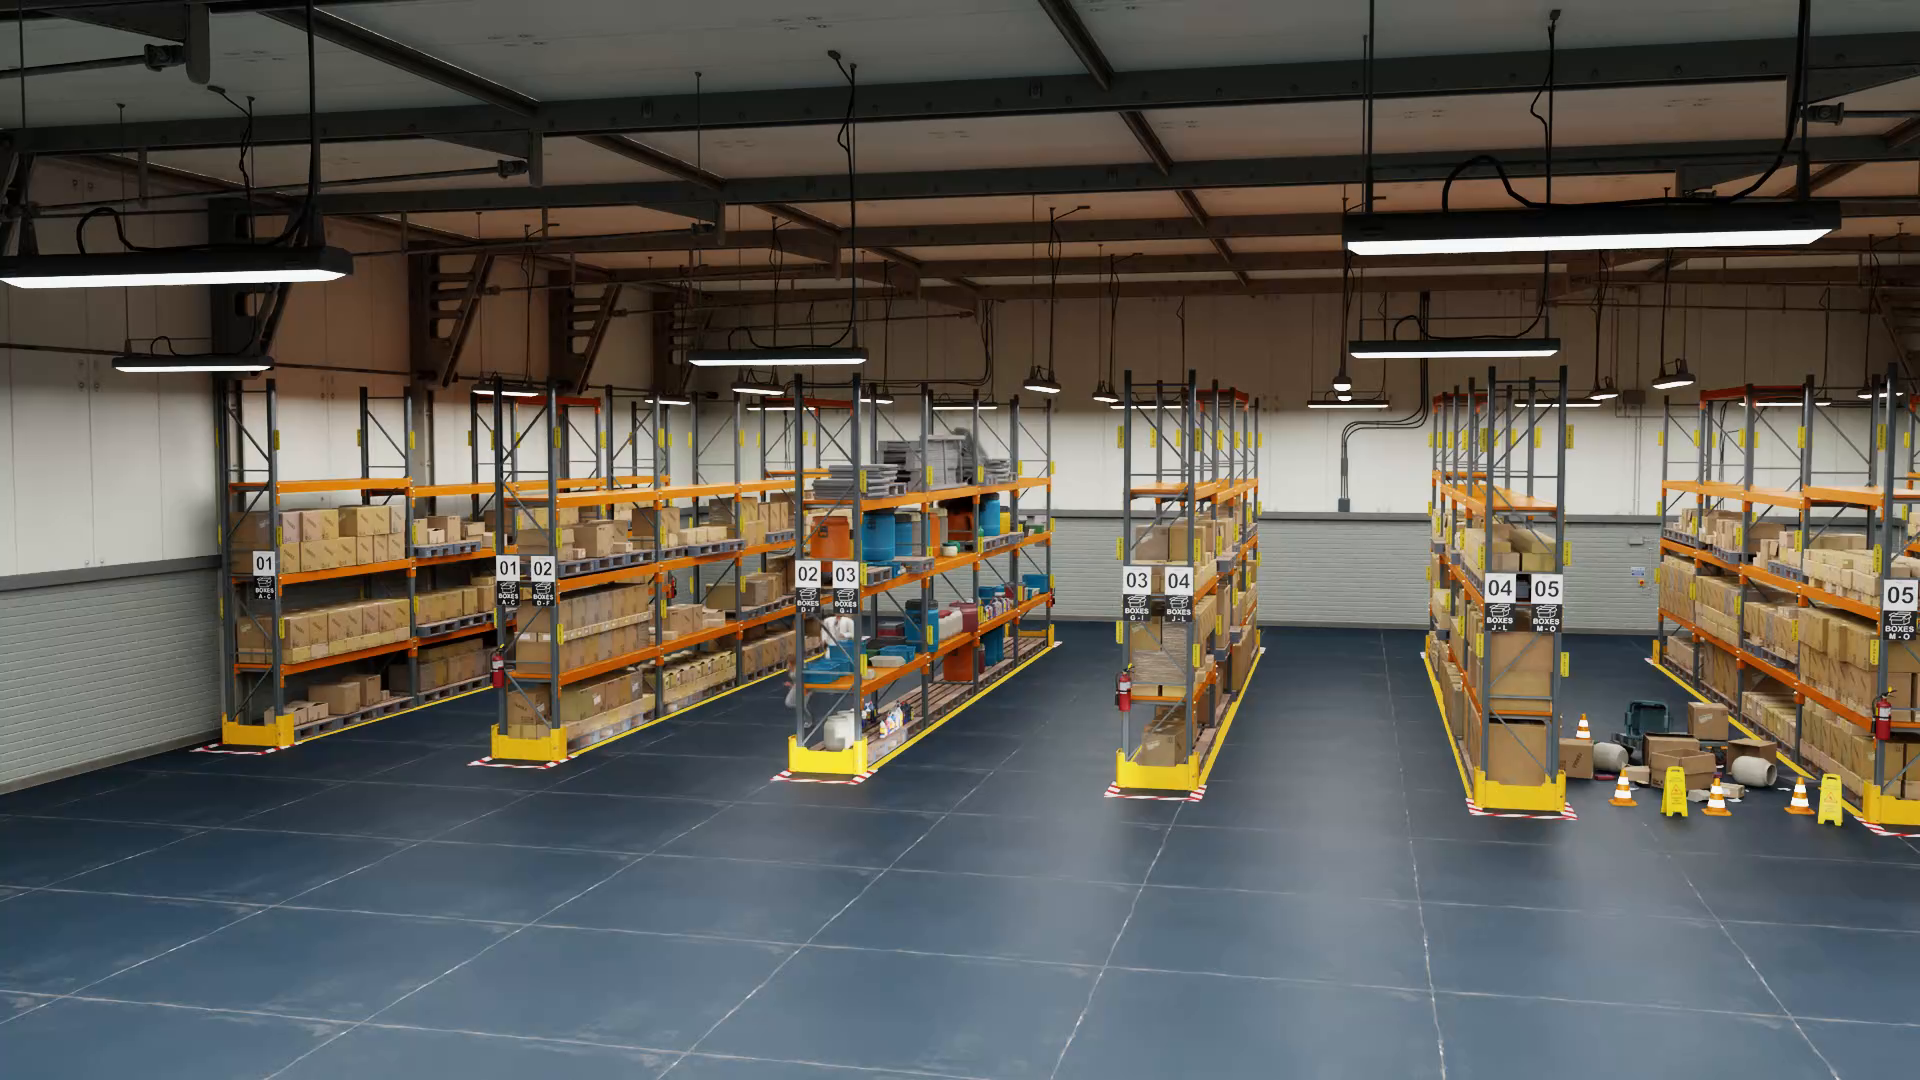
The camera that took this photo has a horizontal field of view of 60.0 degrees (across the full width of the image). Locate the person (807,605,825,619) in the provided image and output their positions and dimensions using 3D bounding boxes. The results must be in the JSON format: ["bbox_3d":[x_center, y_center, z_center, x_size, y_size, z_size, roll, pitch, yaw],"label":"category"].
[{"bbox_3d":[-3.789,1.605,42.854,0.651,1.698,0.669,0,3,-6],"label":"person"}]

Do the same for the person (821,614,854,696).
[{"bbox_3d":[-2.410,2.162,32.653,0.697,1.790,0.762,0,3,2],"label":"person"}]

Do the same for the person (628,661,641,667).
[{"bbox_3d":[-6.677,2.068,33.748,0.663,1.727,1.035,0,3,-6],"label":"person"}]

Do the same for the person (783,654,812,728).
[{"bbox_3d":[-2.778,2.598,28.584,0.534,1.363,0.919,2,4,35],"label":"person"}]
